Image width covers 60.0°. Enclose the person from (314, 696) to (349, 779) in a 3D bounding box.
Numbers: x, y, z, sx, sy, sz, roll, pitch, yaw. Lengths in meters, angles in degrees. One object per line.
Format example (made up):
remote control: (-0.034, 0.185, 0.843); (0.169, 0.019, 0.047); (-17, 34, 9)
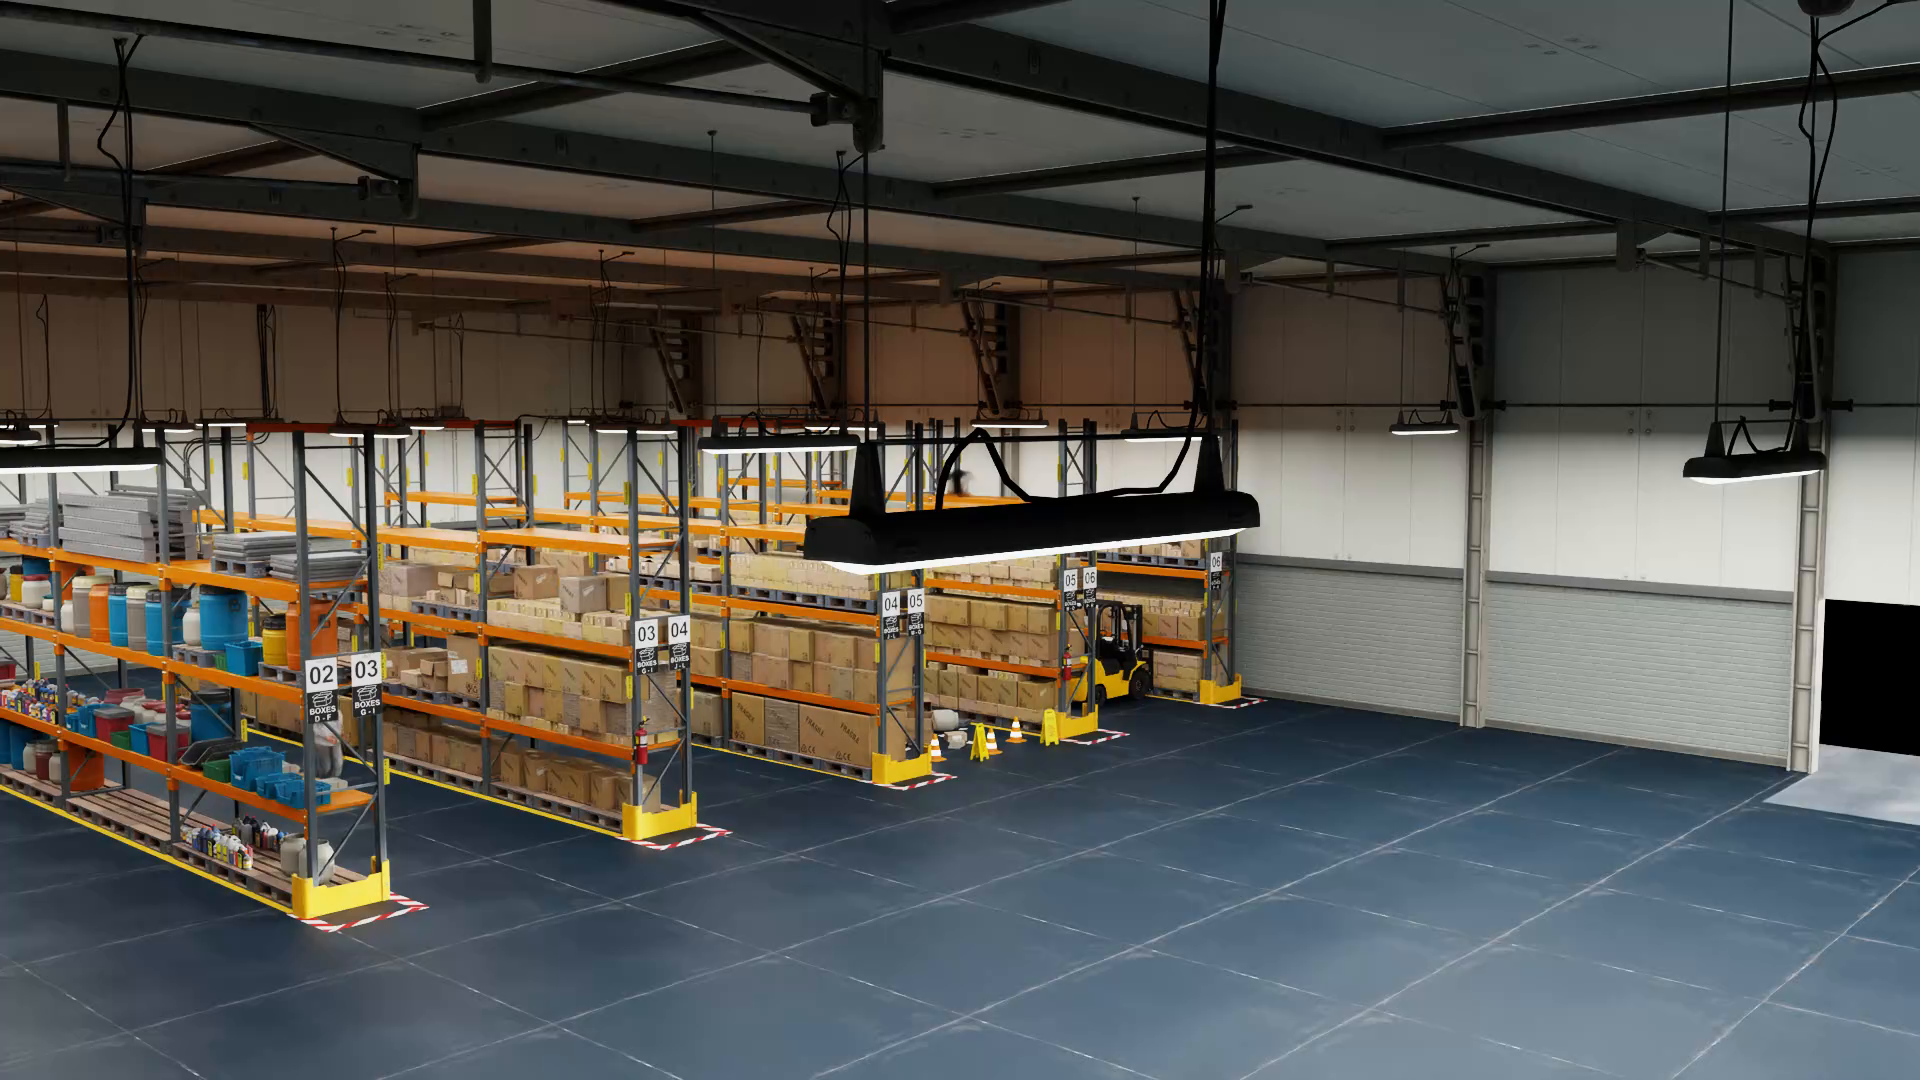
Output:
person: (-10.318, 3.241, 26.971); (0.774, 1.666, 0.658); (2, 5, 27)
